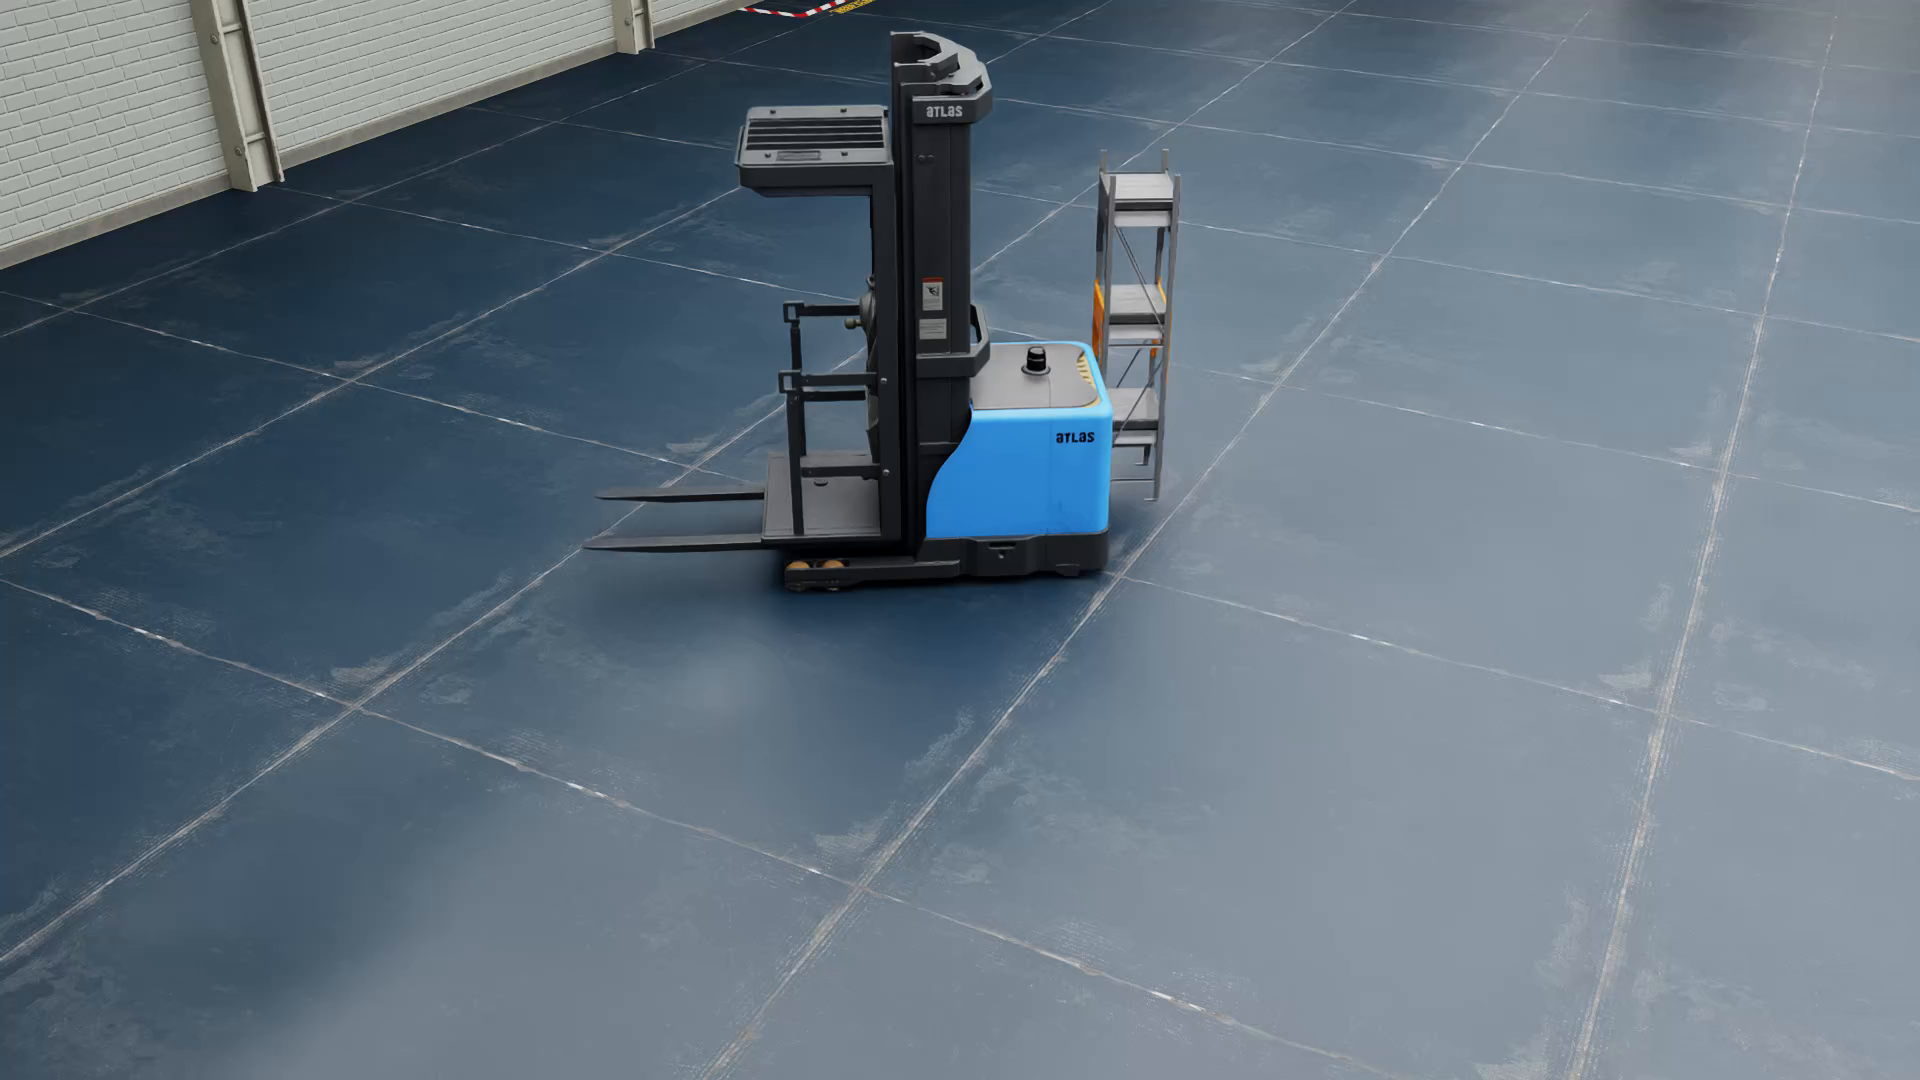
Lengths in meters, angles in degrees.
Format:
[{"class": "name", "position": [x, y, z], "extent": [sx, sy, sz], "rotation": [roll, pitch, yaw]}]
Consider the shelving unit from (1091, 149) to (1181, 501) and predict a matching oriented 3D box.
[{"class": "shelving unit", "position": [1.042, -1.277, 10.156], "extent": [0.431, 2.100, 0.503], "rotation": [-1, 30, -2]}]

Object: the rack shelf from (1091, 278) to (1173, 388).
[{"class": "rack shelf", "position": [1.042, -1.266, 10.163], "extent": [0.431, 0.518, 0.480], "rotation": [-1, 30, -2]}]

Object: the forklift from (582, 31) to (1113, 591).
[{"class": "forklift", "position": [-0.677, -1.251, 9.276], "extent": [3.031, 2.935, 1.130], "rotation": [-2, 30, -3]}]

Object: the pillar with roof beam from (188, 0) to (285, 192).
[{"class": "pillar with roof beam", "position": [-2.930, -6.355, 12.071], "extent": [9.100, 9.000, 0.400], "rotation": [14, 33, 23]}]

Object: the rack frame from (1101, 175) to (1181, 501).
[{"class": "rack frame", "position": [1.050, -1.156, 9.945], "extent": [0.400, 2.100, 0.015], "rotation": [-1, 30, -2]}]

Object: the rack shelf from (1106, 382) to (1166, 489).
[{"class": "rack shelf", "position": [1.042, -0.658, 10.512], "extent": [0.431, 0.518, 0.480], "rotation": [-1, 30, -2]}]

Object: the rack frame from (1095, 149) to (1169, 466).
[{"class": "rack frame", "position": [1.035, -1.399, 10.368], "extent": [0.400, 2.100, 0.015], "rotation": [-1, 30, -2]}]

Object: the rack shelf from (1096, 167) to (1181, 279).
[{"class": "rack shelf", "position": [1.042, -1.873, 9.815], "extent": [0.431, 0.518, 0.480], "rotation": [-1, 30, -2]}]

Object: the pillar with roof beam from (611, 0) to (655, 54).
[{"class": "pillar with roof beam", "position": [-0.197, -9.015, 16.703], "extent": [9.100, 9.000, 0.400], "rotation": [14, 33, 23]}]
